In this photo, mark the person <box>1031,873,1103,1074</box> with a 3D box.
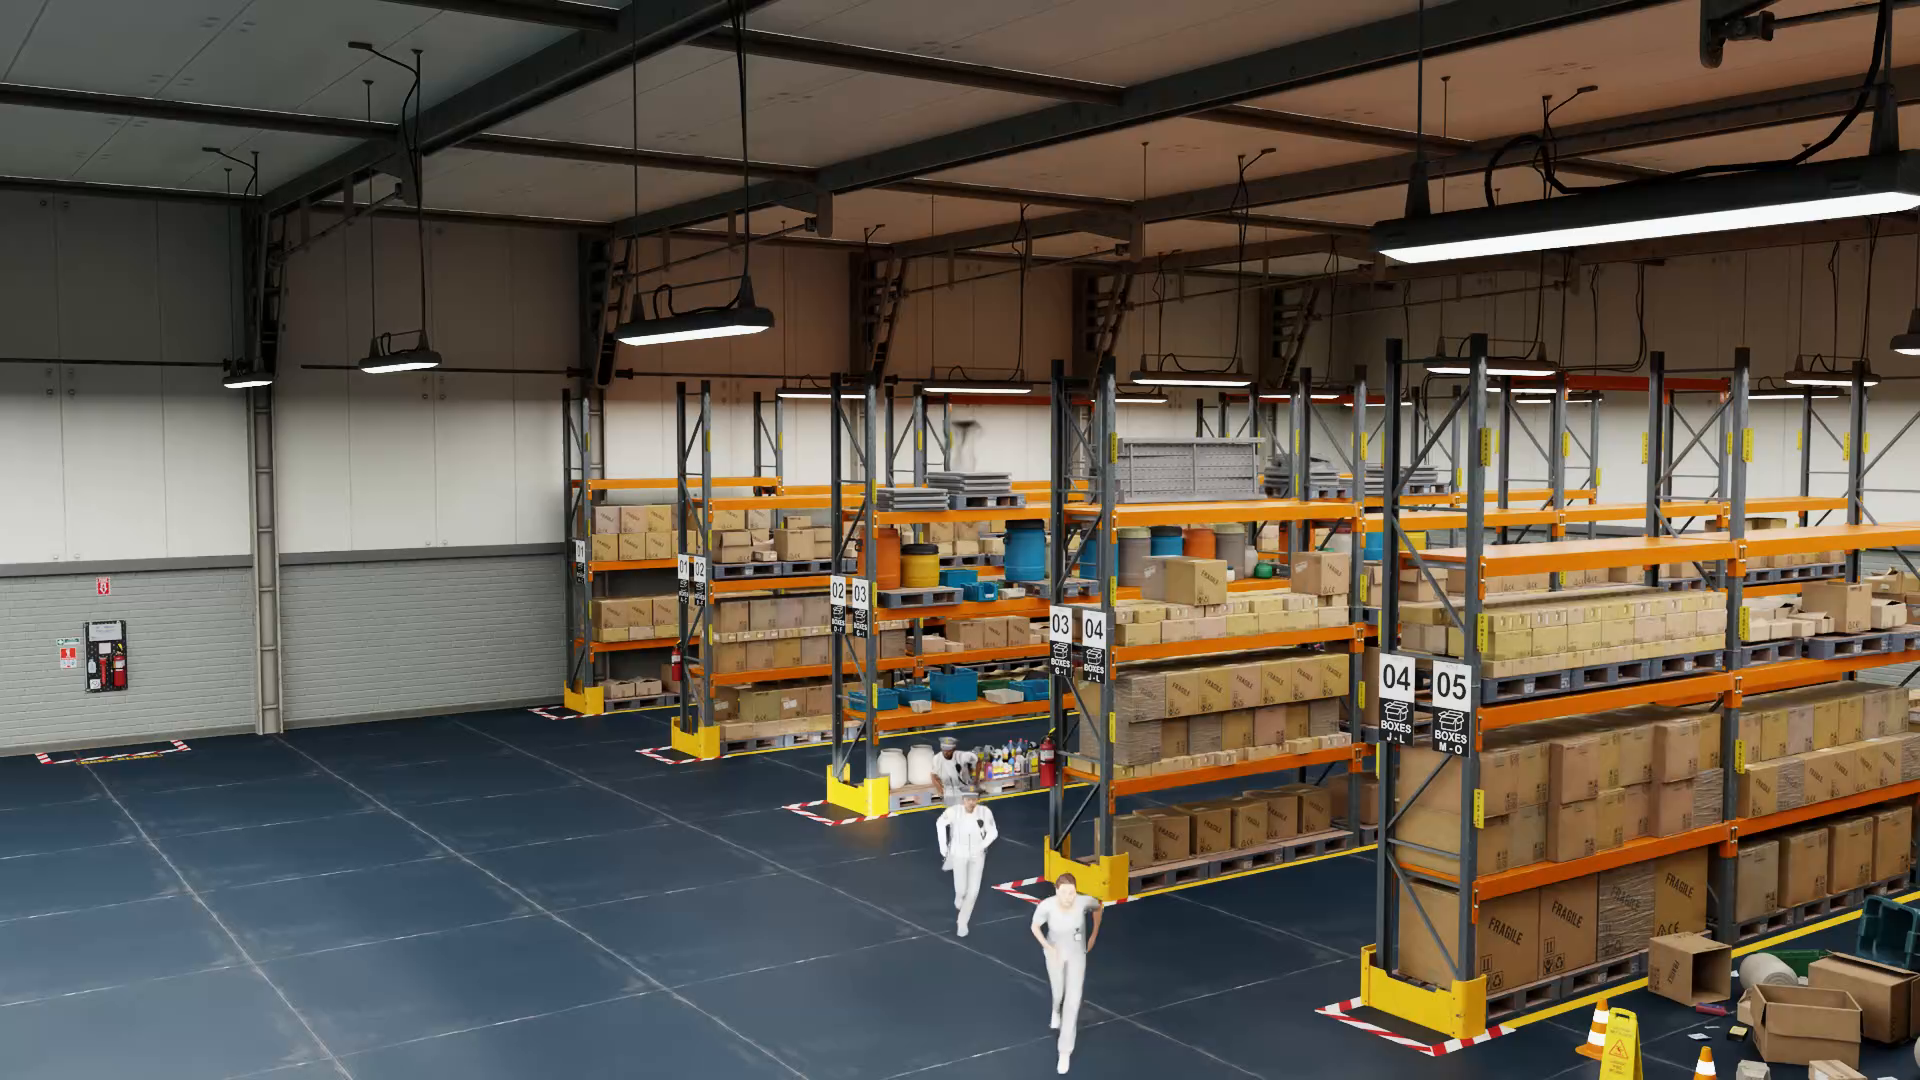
[{"bbox_3d":[0.879,3.493,13.885,0.601,1.624,1.005,0,4,-3],"label":"person"}]

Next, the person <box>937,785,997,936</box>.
[{"bbox_3d":[0.077,3.278,17.138,0.607,1.614,0.665,-1,4,-8],"label":"person"}]

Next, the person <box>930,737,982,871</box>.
[{"bbox_3d":[-0.025,3.114,20.049,0.617,1.625,0.987,1,4,14],"label":"person"}]
